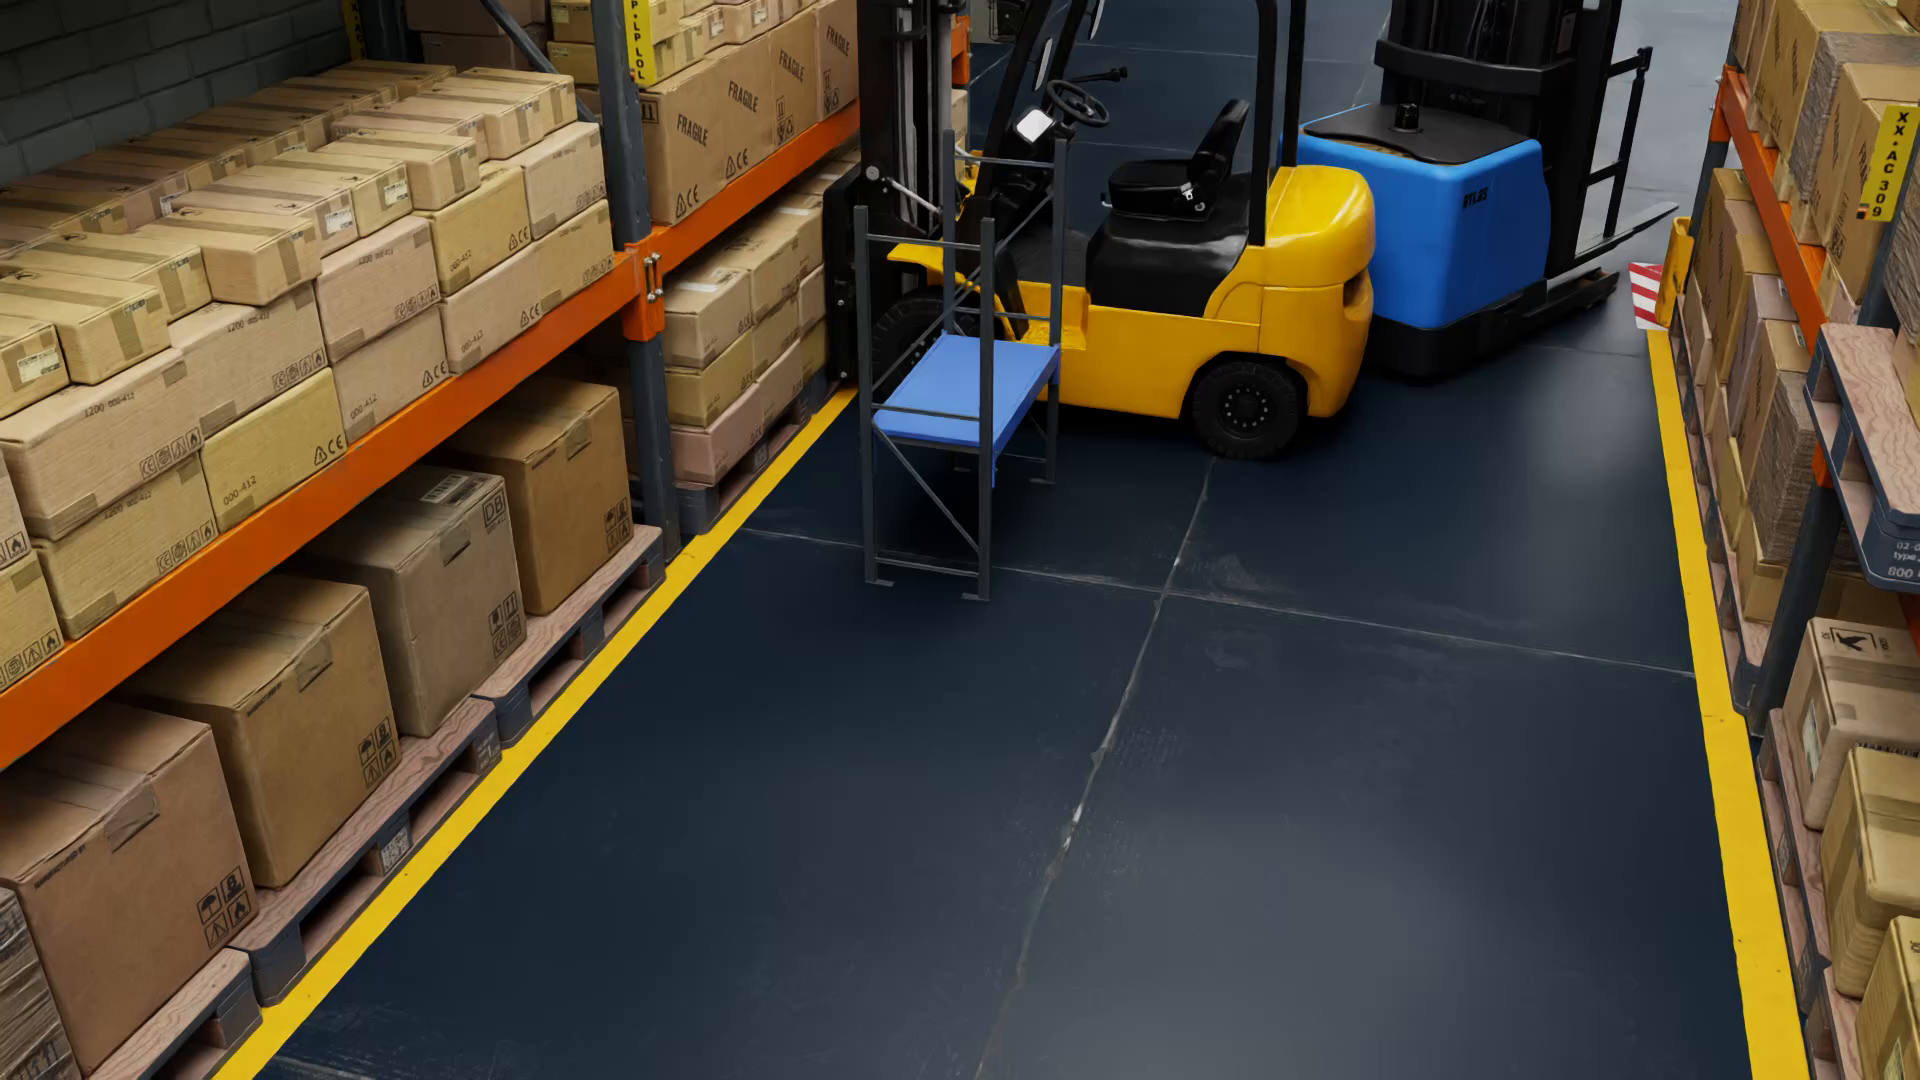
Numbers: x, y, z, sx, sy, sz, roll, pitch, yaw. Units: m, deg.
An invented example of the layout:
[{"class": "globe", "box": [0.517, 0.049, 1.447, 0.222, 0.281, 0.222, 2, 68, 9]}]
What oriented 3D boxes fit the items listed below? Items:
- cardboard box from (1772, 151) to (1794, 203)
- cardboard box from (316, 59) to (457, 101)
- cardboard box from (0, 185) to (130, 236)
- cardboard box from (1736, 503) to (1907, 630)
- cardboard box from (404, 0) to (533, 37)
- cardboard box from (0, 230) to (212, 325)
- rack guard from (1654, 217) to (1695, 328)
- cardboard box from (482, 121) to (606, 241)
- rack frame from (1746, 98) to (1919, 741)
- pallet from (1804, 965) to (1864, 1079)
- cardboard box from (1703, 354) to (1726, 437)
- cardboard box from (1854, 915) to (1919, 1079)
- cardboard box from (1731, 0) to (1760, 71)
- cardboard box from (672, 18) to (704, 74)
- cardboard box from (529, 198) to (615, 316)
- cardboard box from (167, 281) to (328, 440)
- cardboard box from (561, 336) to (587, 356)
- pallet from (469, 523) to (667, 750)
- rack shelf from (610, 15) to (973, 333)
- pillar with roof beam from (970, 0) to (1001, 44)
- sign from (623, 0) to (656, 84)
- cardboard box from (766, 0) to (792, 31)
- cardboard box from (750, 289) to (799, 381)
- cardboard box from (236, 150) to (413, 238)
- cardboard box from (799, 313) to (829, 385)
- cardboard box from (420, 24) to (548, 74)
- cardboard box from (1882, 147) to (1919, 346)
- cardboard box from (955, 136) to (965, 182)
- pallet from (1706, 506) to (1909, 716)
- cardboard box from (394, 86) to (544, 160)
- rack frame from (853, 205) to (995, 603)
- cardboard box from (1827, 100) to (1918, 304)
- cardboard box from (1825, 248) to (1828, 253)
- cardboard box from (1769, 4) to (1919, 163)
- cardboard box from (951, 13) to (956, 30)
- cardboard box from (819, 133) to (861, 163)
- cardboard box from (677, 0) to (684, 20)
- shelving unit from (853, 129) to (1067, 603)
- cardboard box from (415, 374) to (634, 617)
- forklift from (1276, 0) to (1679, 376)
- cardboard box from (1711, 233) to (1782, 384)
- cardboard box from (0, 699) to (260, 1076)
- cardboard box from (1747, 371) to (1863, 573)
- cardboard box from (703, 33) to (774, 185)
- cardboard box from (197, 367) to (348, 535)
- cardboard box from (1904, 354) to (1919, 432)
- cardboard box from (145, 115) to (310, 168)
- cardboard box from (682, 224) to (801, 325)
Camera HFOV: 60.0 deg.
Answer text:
[{"class": "cardboard box", "box": [3.378, -1.400, 6.439, 0.380, 0.149, 0.250, 9, 30, 15]}, {"class": "cardboard box", "box": [-1.919, -1.506, 5.601, 0.380, 0.149, 0.250, 8, 30, 14]}, {"class": "cardboard box", "box": [-2.411, -0.804, 4.339, 0.380, 0.149, 0.250, 9, 30, 15]}, {"class": "cardboard box", "box": [3.052, 0.100, 5.881, 0.500, 0.250, 0.500, 10, 31, 17]}, {"class": "cardboard box", "box": [-1.806, -1.960, 6.111, 0.380, 0.149, 0.250, 9, 30, 15]}, {"class": "cardboard box", "box": [-2.057, -0.622, 4.012, 0.380, 0.149, 0.250, 8, 30, 15]}, {"class": "rack guard", "box": [4.287, -1.336, 8.637, 1.175, 0.500, 0.348, 8, 30, 15]}, {"class": "cardboard box", "box": [-1.511, -1.200, 5.461, 0.500, 0.250, 0.500, 8, 30, 14]}, {"class": "rack frame", "box": [3.135, -0.605, 4.751, 1.000, 3.000, 0.127, 8, 30, 15]}, {"class": "pallet", "box": [2.552, 1.545, 3.756, 1.003, 0.211, 1.213, 8, 30, 15]}, {"class": "cardboard box", "box": [3.503, -0.619, 7.173, 0.500, 0.250, 0.500, 11, 31, 18]}, {"class": "cardboard box", "box": [2.573, 1.262, 3.667, 0.950, 0.372, 0.625, 10, 30, 17]}, {"class": "cardboard box", "box": [3.905, -2.457, 7.672, 0.500, 0.500, 0.500, 8, 30, 14]}, {"class": "cardboard box", "box": [-1.192, -1.870, 6.255, 0.380, 0.149, 0.250, 9, 30, 16]}, {"class": "cardboard box", "box": [-1.509, -0.974, 5.570, 0.500, 0.250, 0.500, 9, 30, 16]}, {"class": "cardboard box", "box": [-1.977, -0.491, 4.187, 0.500, 0.250, 0.500, 9, 30, 16]}, {"class": "cardboard box", "box": [-1.652, -0.986, 6.806, 0.500, 0.250, 0.500, 9, 30, 16]}, {"class": "pallet", "box": [-1.790, 0.255, 6.074, 1.003, 0.211, 1.213, 8, 30, 15]}, {"class": "rack shelf", "box": [-1.024, -1.926, 7.867, 1.077, 0.370, 4.000, 8, 30, 15]}, {"class": "pillar with roof beam", "box": [4.373, -7.771, 11.462, 9.100, 9.000, 0.400, 8, 30, 15]}, {"class": "sign", "box": [-1.090, -1.710, 5.628, 0.100, 0.325, 0.005, 8, 30, 15]}, {"class": "cardboard box", "box": [-0.920, -2.220, 6.886, 0.380, 0.149, 0.250, 8, 30, 14]}, {"class": "cardboard box", "box": [-1.028, -0.927, 7.213, 0.500, 0.250, 0.500, 8, 30, 15]}, {"class": "cardboard box", "box": [-1.767, -0.965, 4.630, 0.380, 0.149, 0.250, 8, 30, 14]}, {"class": "cardboard box", "box": [-0.882, -0.950, 7.769, 0.500, 0.250, 0.500, 9, 30, 16]}, {"class": "cardboard box", "box": [-1.762, -1.825, 6.174, 0.380, 0.149, 0.250, 8, 30, 15]}, {"class": "cardboard box", "box": [2.723, -0.785, 4.235, 0.500, 0.500, 0.500, 9, 30, 16]}, {"class": "cardboard box", "box": [-0.281, -2.100, 9.321, 0.500, 0.250, 0.500, 8, 30, 14]}, {"class": "pallet", "box": [3.298, 0.297, 6.000, 1.003, 0.211, 1.213, 8, 30, 15]}, {"class": "cardboard box", "box": [-1.558, -1.325, 5.277, 0.380, 0.149, 0.250, 8, 30, 14]}, {"class": "rack frame", "box": [-0.124, -0.459, 6.032, 0.500, 1.500, 0.032, 8, 30, 15]}, {"class": "cardboard box", "box": [3.028, -1.020, 5.090, 0.500, 0.500, 0.500, 8, 30, 14]}, {"class": "cardboard box", "box": [3.242, -1.028, 5.772, 0.380, 0.149, 0.250, 8, 30, 14]}, {"class": "cardboard box", "box": [3.466, -1.741, 6.385, 0.500, 0.500, 0.500, 8, 30, 14]}, {"class": "cardboard box", "box": [-0.330, -2.948, 8.860, 0.500, 0.500, 0.500, 8, 30, 14]}, {"class": "cardboard box", "box": [-0.557, -1.856, 8.370, 0.500, 0.250, 0.500, 9, 30, 16]}, {"class": "cardboard box", "box": [-1.260, -2.011, 6.204, 0.380, 0.149, 0.250, 9, 30, 16]}, {"class": "shelving unit", "box": [0.025, -0.695, 6.457, 0.538, 1.500, 1.048, 8, 30, 15]}, {"class": "cardboard box", "box": [-1.754, -0.213, 6.058, 0.875, 0.625, 0.625, 10, 31, 17]}, {"class": "forklift", "box": [2.956, -2.683, 8.558, 3.031, 2.935, 1.130, -25, 38, -38]}, {"class": "cardboard box", "box": [3.497, -0.951, 6.999, 0.500, 0.500, 0.500, 9, 30, 16]}, {"class": "cardboard box", "box": [-2.405, 0.809, 4.221, 0.875, 0.625, 0.625, 9, 30, 17]}, {"class": "cardboard box", "box": [3.052, -0.228, 5.699, 0.500, 0.500, 0.500, 8, 30, 14]}, {"class": "cardboard box", "box": [-1.094, -1.768, 6.740, 0.500, 0.500, 0.500, 9, 30, 16]}, {"class": "cardboard box", "box": [-1.971, -0.272, 4.308, 0.500, 0.250, 0.500, 9, 30, 16]}, {"class": "cardboard box", "box": [2.589, -0.352, 4.123, 0.380, 0.149, 0.250, 9, 30, 16]}, {"class": "cardboard box", "box": [-2.178, -1.151, 4.963, 0.380, 0.149, 0.250, 8, 30, 14]}, {"class": "cardboard box", "box": [-1.009, -1.146, 7.093, 0.500, 0.250, 0.500, 9, 30, 15]}]
